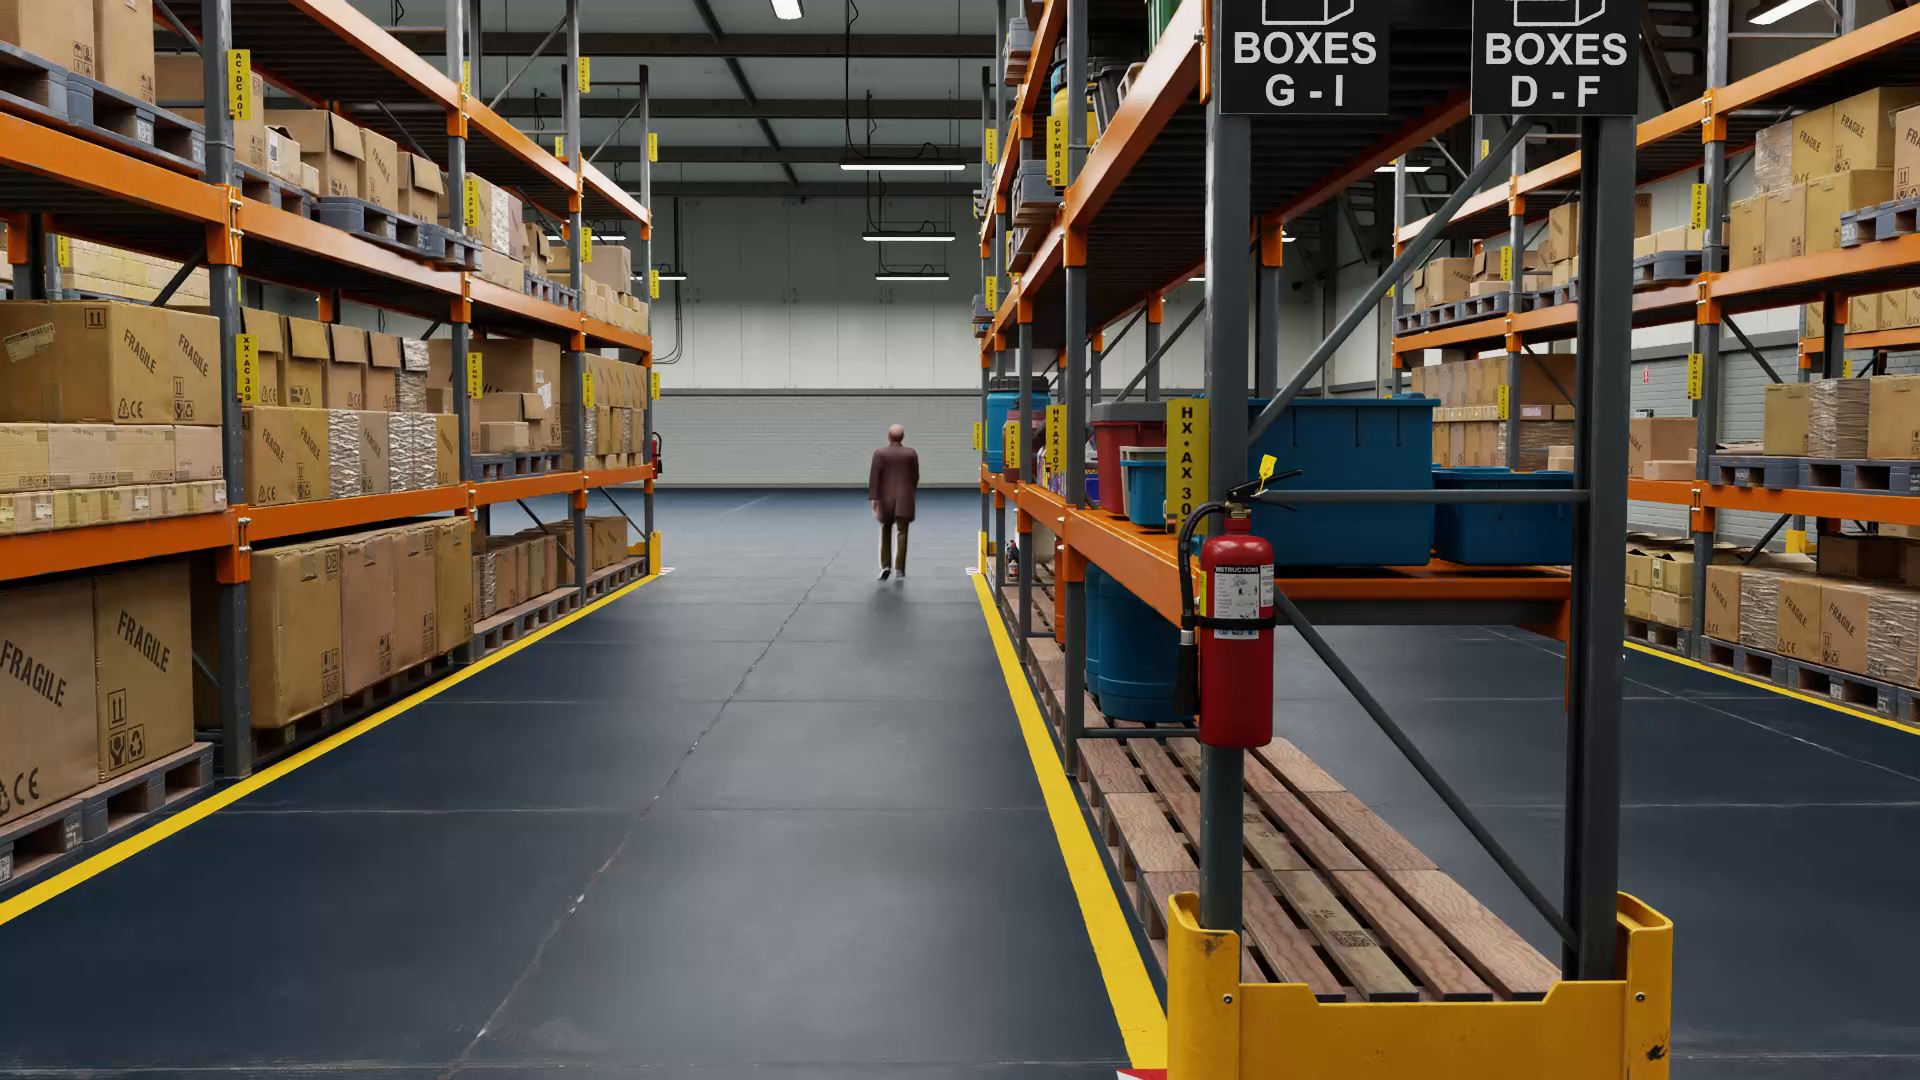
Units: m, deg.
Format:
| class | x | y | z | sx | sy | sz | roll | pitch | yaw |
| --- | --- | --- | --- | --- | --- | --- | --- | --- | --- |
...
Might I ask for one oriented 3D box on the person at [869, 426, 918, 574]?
| class | x | y | z | sx | sy | sz | roll | pitch | yaw |
| --- | --- | --- | --- | --- | --- | --- | --- | --- | --- |
| person | -0.766 | -0.451 | 19.293 | 0.563 | 1.740 | 1.060 | 0 | 4 | 0 |
